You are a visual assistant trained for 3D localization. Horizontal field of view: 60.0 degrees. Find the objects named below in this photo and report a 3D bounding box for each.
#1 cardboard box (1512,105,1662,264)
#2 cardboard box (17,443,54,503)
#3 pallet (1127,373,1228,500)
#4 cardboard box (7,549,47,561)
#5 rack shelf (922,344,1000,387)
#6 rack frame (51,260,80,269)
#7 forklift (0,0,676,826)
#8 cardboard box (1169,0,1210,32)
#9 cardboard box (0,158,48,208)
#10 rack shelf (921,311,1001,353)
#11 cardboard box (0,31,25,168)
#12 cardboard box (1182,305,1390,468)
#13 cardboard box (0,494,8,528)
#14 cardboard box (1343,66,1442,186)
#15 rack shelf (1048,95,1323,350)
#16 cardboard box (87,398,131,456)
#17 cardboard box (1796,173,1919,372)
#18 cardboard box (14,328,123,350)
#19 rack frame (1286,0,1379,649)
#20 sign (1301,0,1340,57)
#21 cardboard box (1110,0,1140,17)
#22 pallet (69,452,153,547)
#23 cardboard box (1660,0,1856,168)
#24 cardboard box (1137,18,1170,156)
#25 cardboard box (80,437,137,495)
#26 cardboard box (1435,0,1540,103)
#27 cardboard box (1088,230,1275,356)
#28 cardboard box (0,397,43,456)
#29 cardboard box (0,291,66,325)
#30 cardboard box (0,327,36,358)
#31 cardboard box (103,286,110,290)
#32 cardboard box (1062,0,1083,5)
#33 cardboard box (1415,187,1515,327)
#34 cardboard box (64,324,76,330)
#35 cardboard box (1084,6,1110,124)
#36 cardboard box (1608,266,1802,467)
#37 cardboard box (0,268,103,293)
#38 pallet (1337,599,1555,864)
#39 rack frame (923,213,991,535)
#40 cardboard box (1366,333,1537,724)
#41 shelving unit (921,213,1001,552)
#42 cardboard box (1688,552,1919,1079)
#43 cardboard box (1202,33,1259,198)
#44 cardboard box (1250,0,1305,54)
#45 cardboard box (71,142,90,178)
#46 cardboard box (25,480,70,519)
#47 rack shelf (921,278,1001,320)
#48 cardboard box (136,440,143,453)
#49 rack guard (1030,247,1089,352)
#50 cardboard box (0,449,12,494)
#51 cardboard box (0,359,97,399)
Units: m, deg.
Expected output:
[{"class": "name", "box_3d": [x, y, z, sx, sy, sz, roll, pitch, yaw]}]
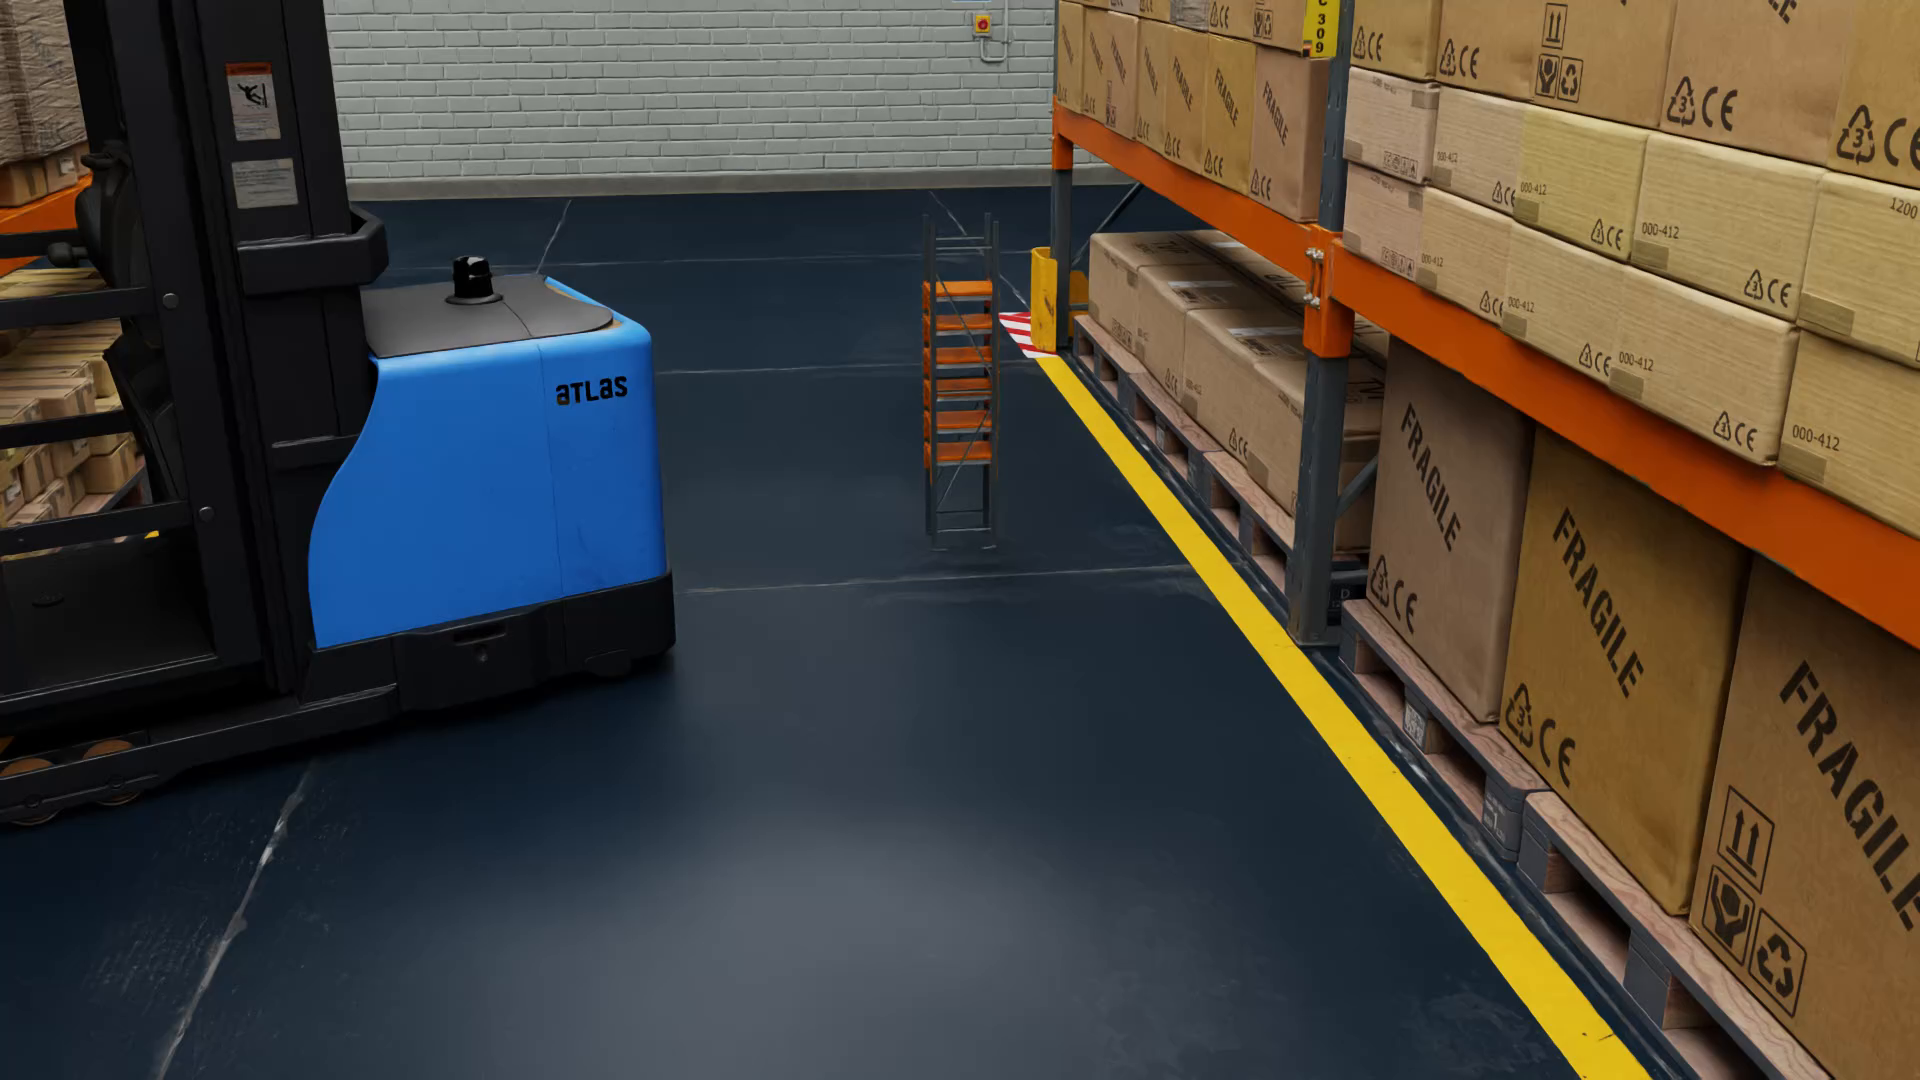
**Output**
[{"class": "cardboard box", "box_3d": [1.497, -0.747, 3.429, 0.500, 0.250, 0.500, -3, 21, -7]}, {"class": "cardboard box", "box_3d": [-3.288, -0.222, 5.572, 0.380, 0.149, 0.250, -4, 21, -11]}, {"class": "pallet", "box_3d": [1.352, -0.489, 7.224, 1.003, 0.211, 1.213, -3, 21, -8]}, {"class": "cardboard box", "box_3d": [-3.093, 0.084, 5.178, 0.380, 0.149, 0.250, -2, 21, -6]}, {"class": "rack shelf", "box_3d": [0.002, -0.628, 5.966, 0.258, 0.103, 0.180, -3, 21, -8]}, {"class": "rack frame", "box_3d": [-3.897, -2.205, 7.833, 1.000, 3.000, 0.127, -3, 21, -8]}, {"class": "forklift", "box_3d": [-2.406, -0.853, 4.311, 3.031, 2.935, 1.130, -12, 24, -29]}, {"class": "cardboard box", "box_3d": [1.074, -2.121, 6.037, 0.500, 0.500, 0.500, -3, 21, -7]}, {"class": "cardboard box", "box_3d": [-3.244, -1.177, 5.441, 0.380, 0.149, 0.250, -3, 21, -7]}, {"class": "rack shelf", "box_3d": [0.002, -0.740, 5.924, 0.258, 0.103, 0.180, -3, 21, -8]}, {"class": "cardboard box", "box_3d": [-3.221, -1.361, 5.006, 0.500, 0.500, 0.500, -3, 21, -8]}, {"class": "cardboard box", "box_3d": [1.449, -0.634, 6.688, 0.875, 0.438, 0.875, -4, 21, -9]}, {"class": "cardboard box", "box_3d": [-3.181, -0.045, 5.100, 0.380, 0.149, 0.250, -3, 21, -7]}, {"class": "cardboard box", "box_3d": [1.348, -1.102, 4.380, 0.500, 0.250, 0.500, -4, 21, -9]}, {"class": "rack shelf", "box_3d": [1.275, -1.460, 6.867, 1.077, 0.370, 4.000, -3, 21, -8]}, {"class": "cardboard box", "box_3d": [-3.278, -0.409, 6.072, 0.380, 0.149, 0.250, -3, 21, -8]}, {"class": "cardboard box", "box_3d": [1.647, -0.392, 2.479, 0.500, 0.250, 0.500, -3, 21, -9]}, {"class": "cardboard box", "box_3d": [-3.431, -0.721, 6.485, 0.380, 0.149, 0.250, -4, 21, -10]}, {"class": "rack frame", "box_3d": [1.563, -1.105, 4.887, 1.000, 3.000, 0.127, -3, 21, -8]}, {"class": "sign", "box_3d": [1.014, -1.519, 4.645, 0.100, 0.325, 0.005, -3, 21, -8]}, {"class": "cardboard box", "box_3d": [0.937, -2.468, 6.965, 0.500, 0.500, 0.500, -3, 21, -8]}, {"class": "pallet", "box_3d": [-3.631, -0.168, 6.364, 1.003, 0.211, 1.213, -3, 21, -8]}, {"class": "cardboard box", "box_3d": [1.594, -0.926, 2.836, 0.500, 0.500, 0.500, -3, 21, -9]}, {"class": "cardboard box", "box_3d": [1.016, -1.833, 6.693, 0.500, 0.500, 0.500, -2, 21, -6]}, {"class": "cardboard box", "box_3d": [-3.282, -0.271, 6.129, 0.380, 0.149, 0.250, -3, 21, -9]}, {"class": "cardboard box", "box_3d": [1.443, -1.278, 3.780, 0.500, 0.500, 0.500, -3, 21, -8]}, {"class": "cardboard box", "box_3d": [1.181, -1.263, 8.372, 0.875, 0.438, 0.875, -4, 21, -10]}, {"class": "cardboard box", "box_3d": [-3.292, -0.362, 5.523, 0.380, 0.149, 0.250, -3, 21, -9]}, {"class": "cardboard box", "box_3d": [-4.089, -0.963, 7.132, 0.380, 0.149, 0.250, -3, 21, -8]}, {"class": "cardboard box", "box_3d": [-3.941, -0.785, 6.655, 0.380, 0.149, 0.250, -2, 21, -6]}, {"class": "cardboard box", "box_3d": [-3.591, -1.085, 7.457, 0.380, 0.149, 0.250, -3, 21, -7]}, {"class": "cardboard box", "box_3d": [0.774, -2.824, 7.919, 0.500, 0.500, 0.500, -3, 21, -9]}, {"class": "cardboard box", "box_3d": [1.442, -0.690, 3.990, 0.500, 0.250, 0.500, -3, 21, -9]}, {"class": "cardboard box", "box_3d": [-3.969, -0.833, 7.209, 0.380, 0.149, 0.250, -3, 21, -7]}, {"class": "cardboard box", "box_3d": [0.872, -2.182, 7.629, 0.500, 0.500, 0.500, -3, 21, -9]}, {"class": "cardboard box", "box_3d": [1.563, -0.338, 3.048, 0.500, 0.250, 0.500, -3, 21, -9]}, {"class": "cardboard box", "box_3d": [-4.158, -1.146, 7.623, 0.380, 0.149, 0.250, -4, 21, -10]}, {"class": "pallet", "box_3d": [1.749, 0.465, 4.670, 1.003, 0.211, 1.213, -3, 21, -8]}, {"class": "rack frame", "box_3d": [-0.011, -0.589, 6.078, 0.240, 1.200, 0.006, -3, 21, -8]}, {"class": "cardboard box", "box_3d": [1.732, -0.096, 4.621, 0.875, 0.875, 0.875, -2, 21, -6]}, {"class": "shelving unit", "box_3d": [0.002, -0.557, 5.993, 0.258, 1.200, 0.189, -3, 21, -8]}, {"class": "cardboard box", "box_3d": [1.998, 0.526, 2.956, 0.875, 0.875, 0.875, -3, 21, -7]}, {"class": "cardboard box", "box_3d": [1.164, -1.477, 5.741, 0.500, 0.500, 0.500, -3, 21, -9]}, {"class": "cardboard box", "box_3d": [1.222, -1.769, 5.095, 0.500, 0.500, 0.500, -3, 21, -8]}, {"class": "cardboard box", "box_3d": [-3.360, -1.361, 5.932, 0.380, 0.149, 0.250, -2, 21, -6]}, {"class": "cardboard box", "box_3d": [-3.267, -0.085, 5.630, 0.380, 0.149, 0.250, -3, 21, -9]}, {"class": "rack shelf", "box_3d": [0.002, -0.853, 5.882, 0.258, 0.103, 0.180, -3, 21, -8]}, {"class": "cardboard box", "box_3d": [-3.358, -0.449, 6.606, 0.380, 0.149, 0.250, -3, 21, -7]}, {"class": "rack guard", "box_3d": [0.983, -1.327, 9.055, 1.175, 0.500, 0.348, -3, 21, -8]}, {"class": "cardboard box", "box_3d": [-3.146, -0.188, 5.057, 0.380, 0.149, 0.250, -2, 21, -5]}, {"class": "cardboard box", "box_3d": [-3.368, -0.545, 6.012, 0.380, 0.149, 0.250, -4, 21, -10]}]
